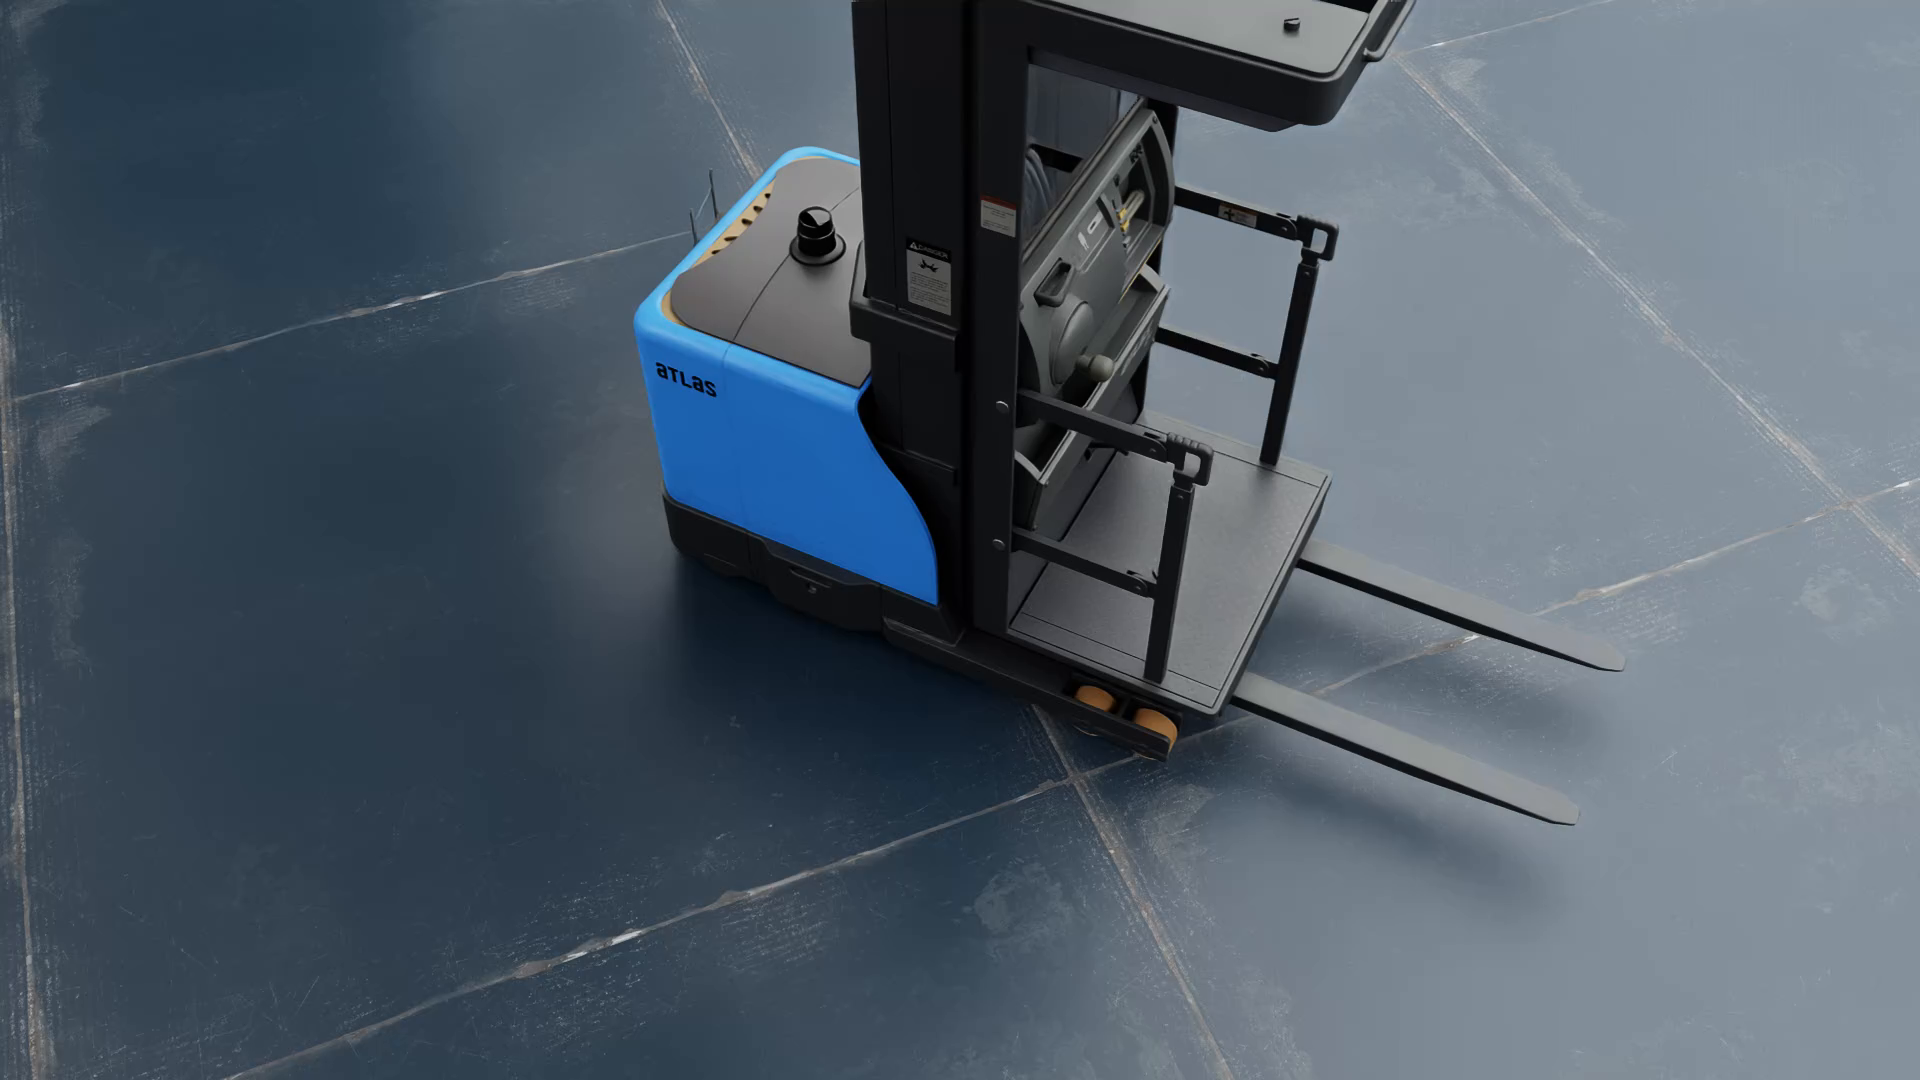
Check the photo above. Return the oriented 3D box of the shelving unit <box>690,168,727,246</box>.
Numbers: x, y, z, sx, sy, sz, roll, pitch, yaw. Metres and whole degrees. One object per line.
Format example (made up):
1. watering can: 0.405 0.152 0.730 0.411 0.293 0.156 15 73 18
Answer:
1. shelving unit: -0.768 -0.865 5.899 0.210 0.900 0.258 9 50 7

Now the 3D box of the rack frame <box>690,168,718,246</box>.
1. rack frame: -0.868 -0.880 5.912 0.006 0.900 0.240 9 50 7

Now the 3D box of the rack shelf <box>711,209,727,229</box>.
1. rack shelf: -0.768 -1.019 5.720 0.200 0.077 0.258 9 50 7

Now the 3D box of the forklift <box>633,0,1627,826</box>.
1. forklift: 0.562 -0.739 4.453 3.031 2.935 1.130 21 53 17
